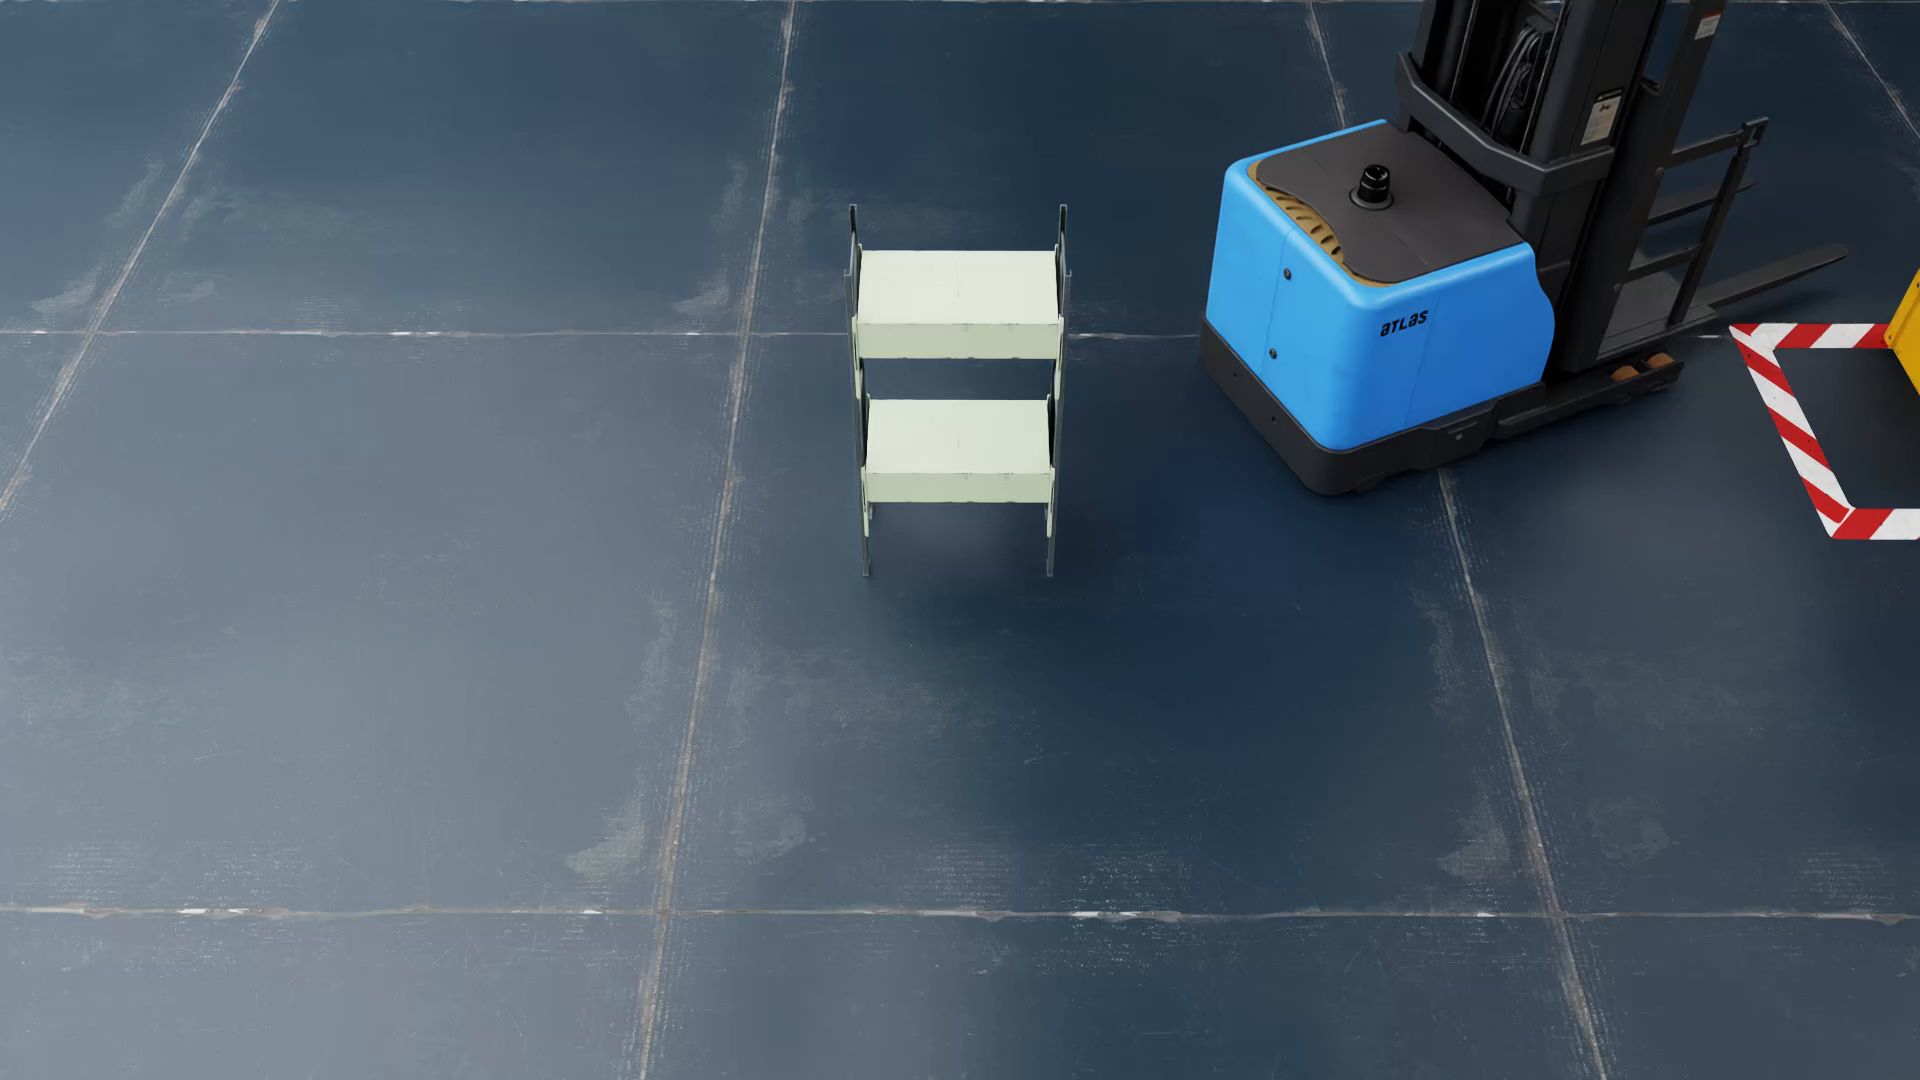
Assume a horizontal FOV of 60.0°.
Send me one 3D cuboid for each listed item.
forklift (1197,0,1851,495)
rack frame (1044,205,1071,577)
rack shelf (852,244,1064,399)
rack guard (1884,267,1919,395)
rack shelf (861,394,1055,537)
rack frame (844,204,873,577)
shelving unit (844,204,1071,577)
[{"bbox_3d":[2.612,-1.930,6.544,3.031,2.935,1.130,-19,50,-17],"label":"forklift"},{"bbox_3d":[0.359,-0.510,6.200,0.023,1.500,0.400,0,47,0],"label":"rack frame"},{"bbox_3d":[-0.007,-0.777,5.915,0.720,0.370,0.431,0,47,0],"label":"rack shelf"},{"bbox_3d":[4.397,-0.706,7.066,0.348,0.500,1.175,0,47,0],"label":"rack guard"},{"bbox_3d":[-0.007,-0.289,6.440,0.720,0.370,0.431,0,47,0],"label":"rack shelf"},{"bbox_3d":[-0.373,-0.512,6.202,0.023,1.500,0.400,0,47,0],"label":"rack frame"},{"bbox_3d":[-0.007,-0.511,6.201,0.755,1.500,0.431,0,47,0],"label":"shelving unit"}]
